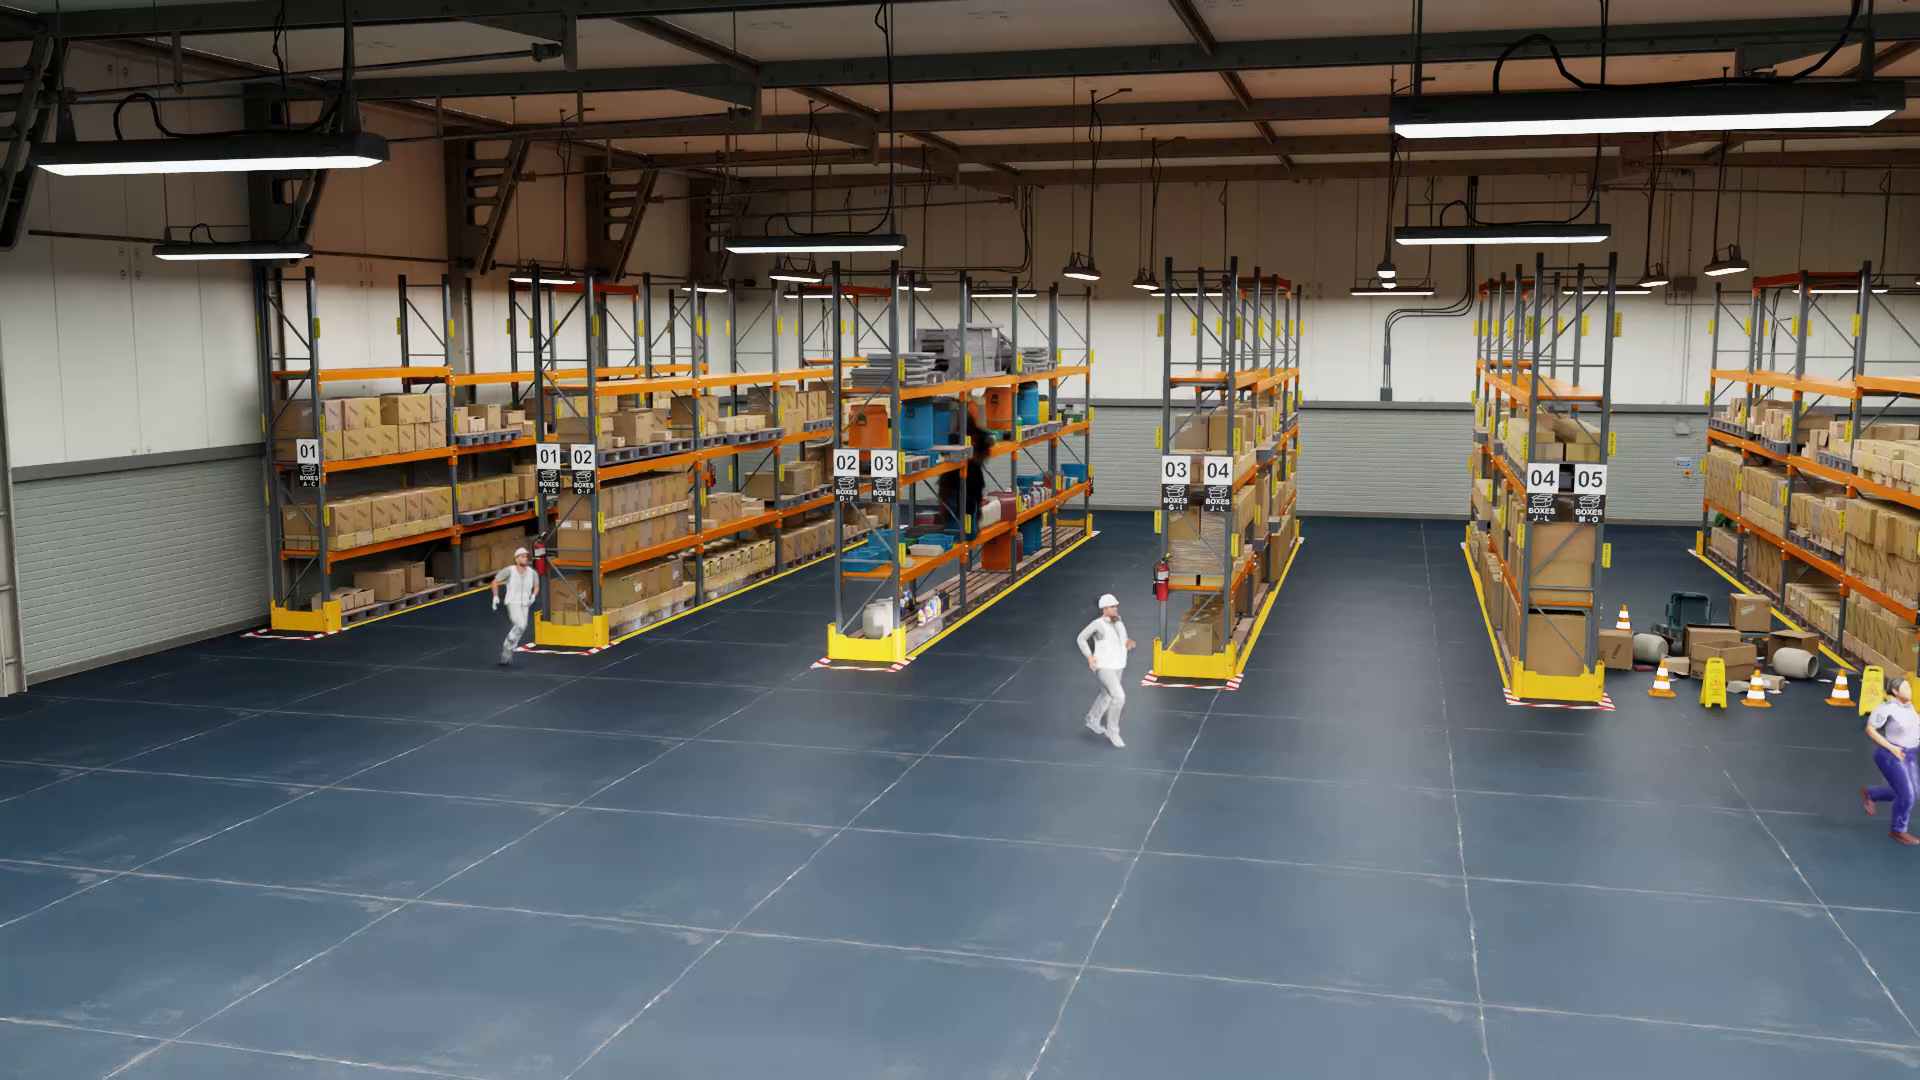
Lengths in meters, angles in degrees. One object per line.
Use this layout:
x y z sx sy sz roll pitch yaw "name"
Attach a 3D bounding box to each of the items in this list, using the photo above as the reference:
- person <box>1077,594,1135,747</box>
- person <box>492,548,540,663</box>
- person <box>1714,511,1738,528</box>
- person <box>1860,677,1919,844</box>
1.805 1.573 20.204 0.766 1.834 0.625 6 10 40 "person"
-6.591 0.986 24.892 0.702 1.715 0.625 -6 10 -40 "person"
17.525 -0.694 38.122 0.727 1.725 0.892 -5 9 -34 "person"
9.190 2.147 16.430 0.572 1.621 0.670 -4 8 -30 "person"
